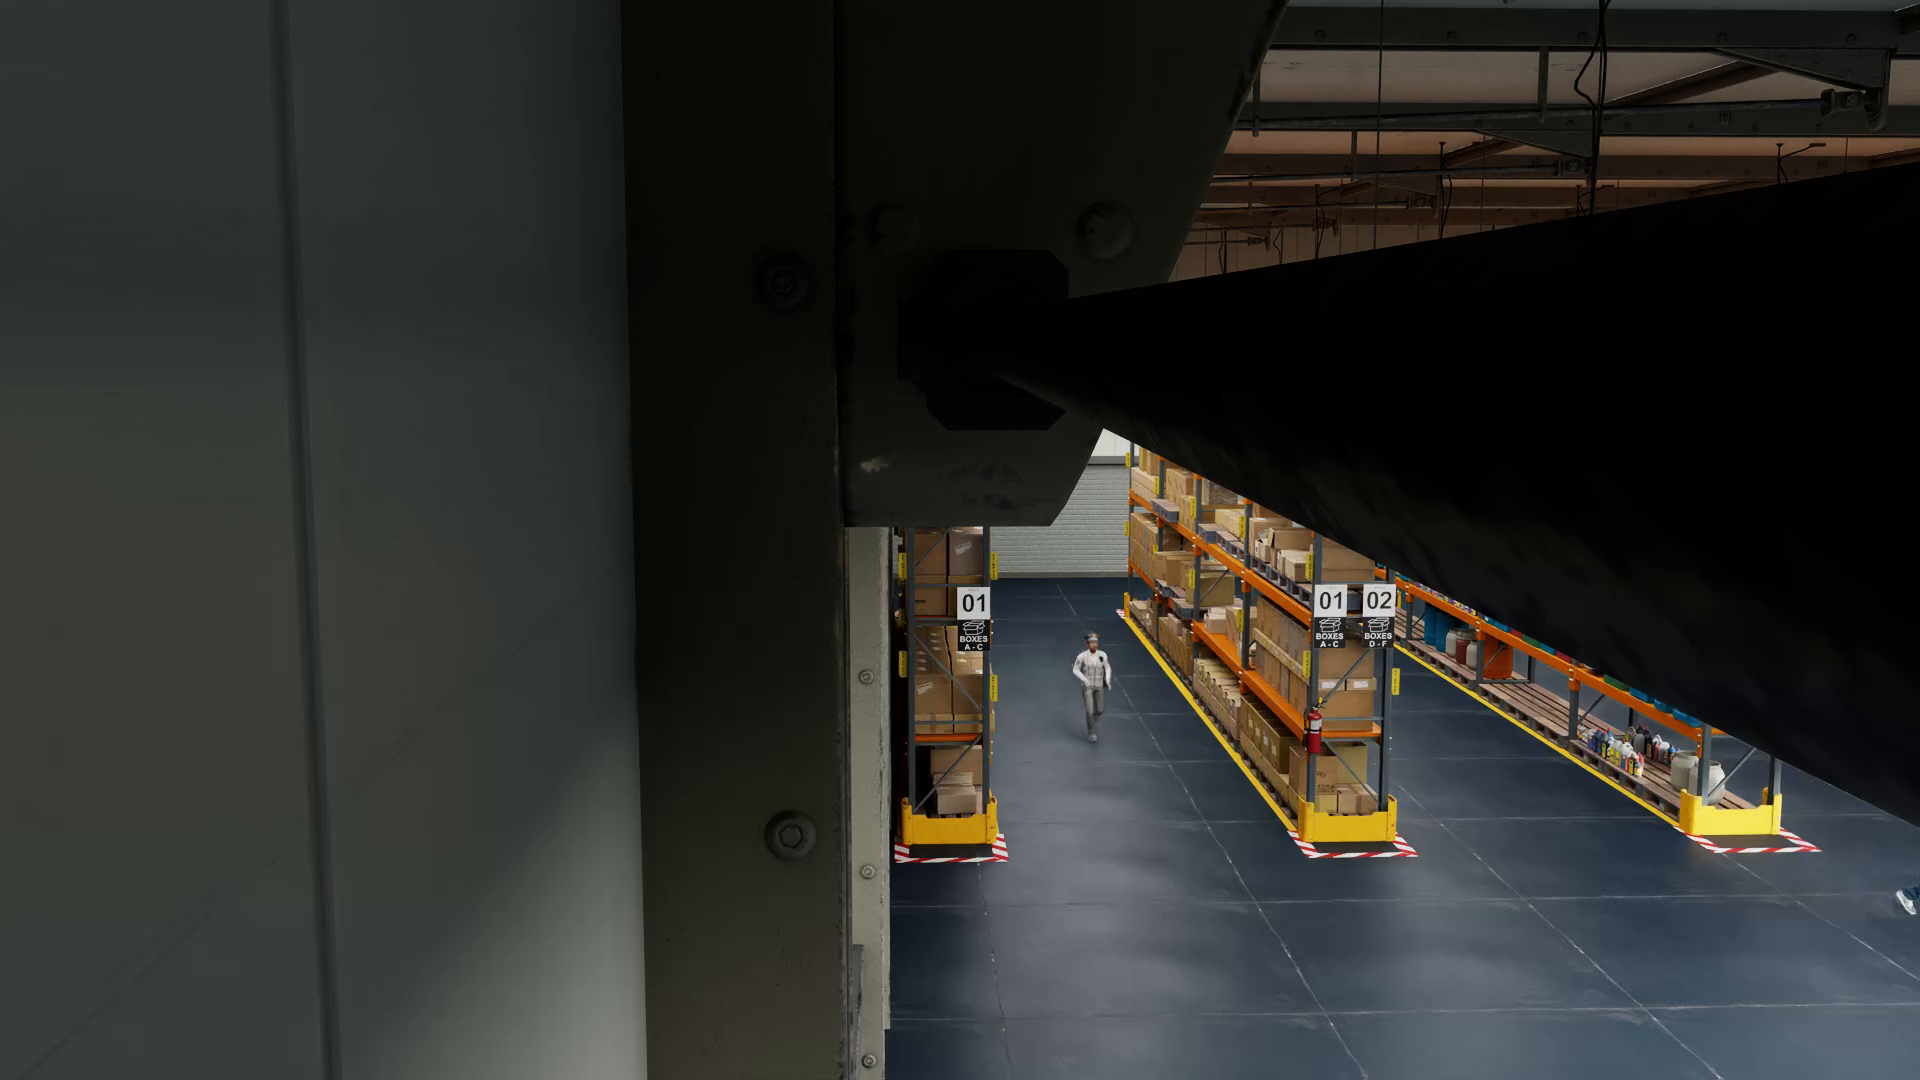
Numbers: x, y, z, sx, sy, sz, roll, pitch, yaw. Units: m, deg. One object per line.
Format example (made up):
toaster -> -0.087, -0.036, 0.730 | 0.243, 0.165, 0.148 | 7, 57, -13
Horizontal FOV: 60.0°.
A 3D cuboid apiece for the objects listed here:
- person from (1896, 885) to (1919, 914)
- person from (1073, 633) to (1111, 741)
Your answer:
person -> 10.389, 3.365, 17.484 | 0.896, 1.549, 0.559 | 3, 8, 25
person -> 2.044, 2.248, 25.624 | 0.616, 1.660, 0.541 | -1, 7, -8
